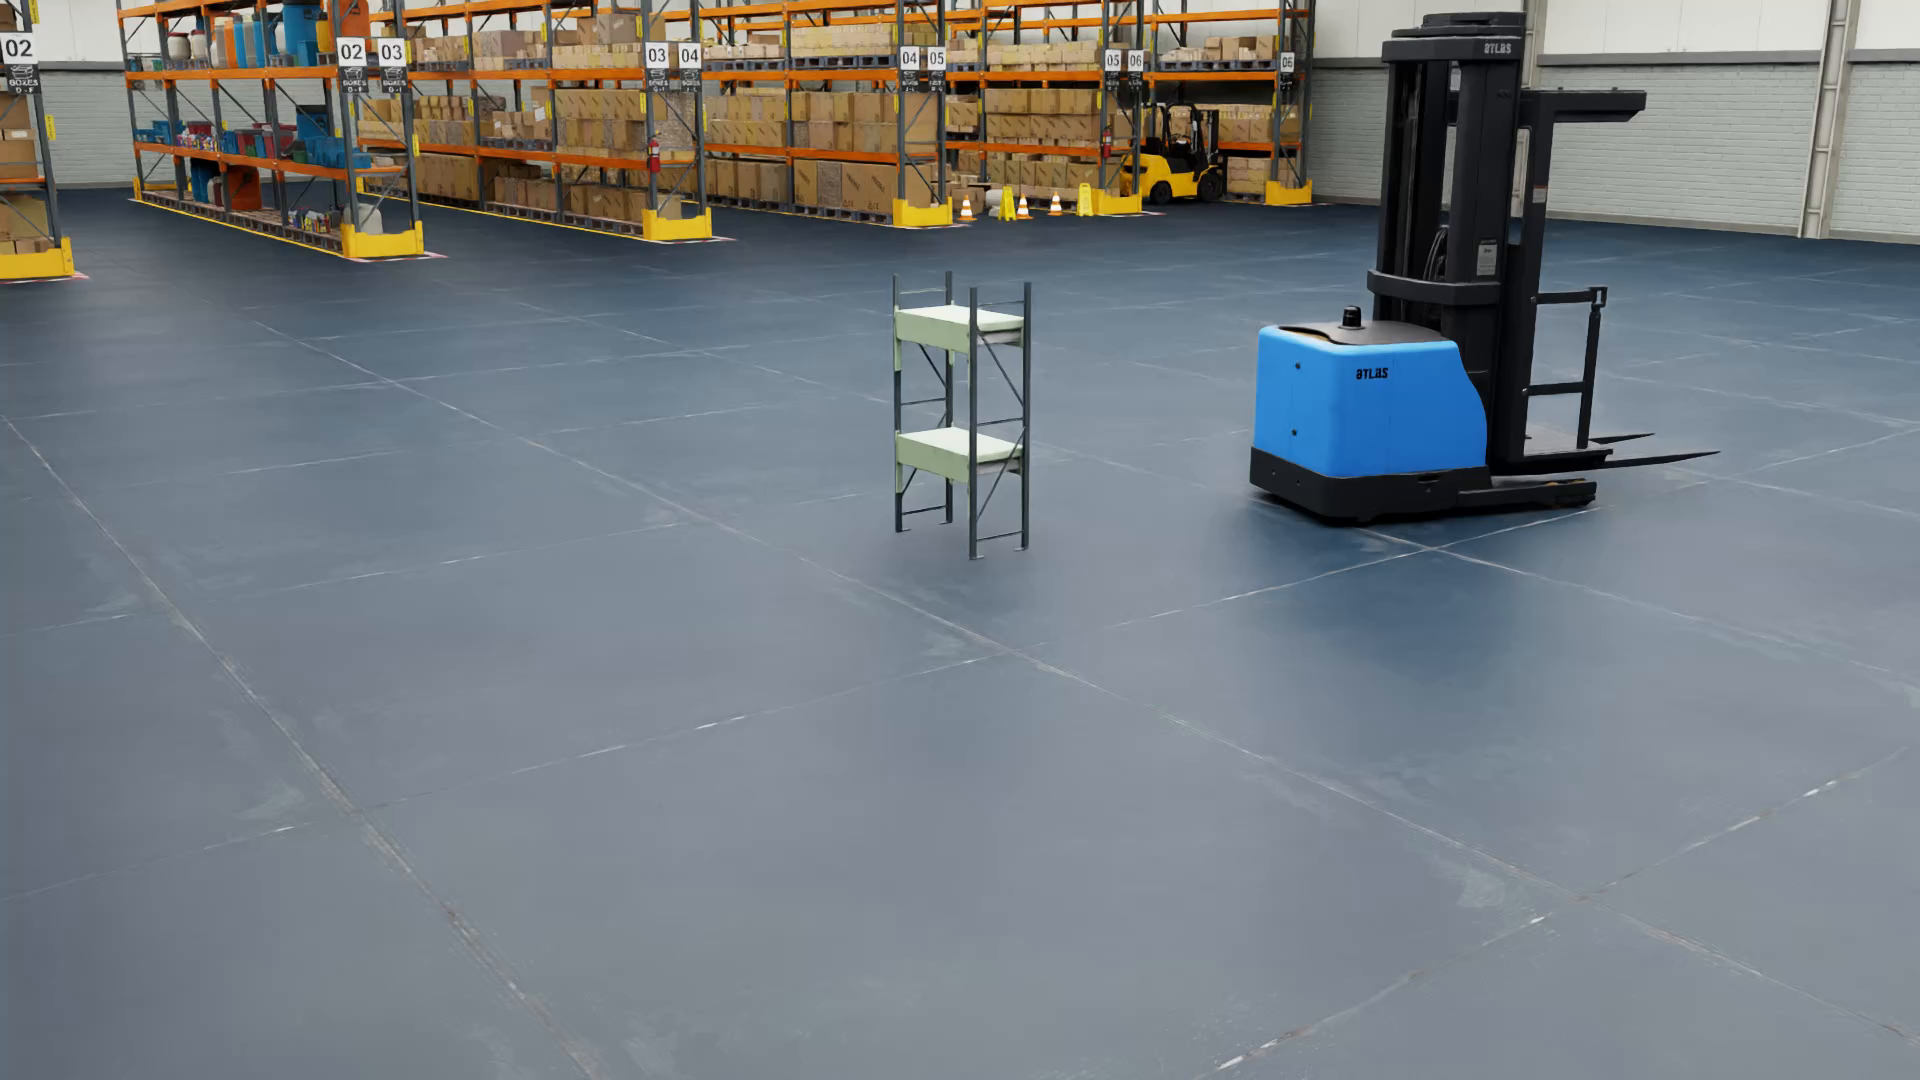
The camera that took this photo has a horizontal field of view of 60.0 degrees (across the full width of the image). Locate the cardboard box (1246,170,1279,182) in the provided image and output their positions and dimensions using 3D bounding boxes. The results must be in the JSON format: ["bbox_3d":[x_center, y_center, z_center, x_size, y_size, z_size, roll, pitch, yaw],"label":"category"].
[{"bbox_3d":[6.711,-8.077,36.869,0.500,0.250,0.500,-11,19,-35],"label":"cardboard box"}]

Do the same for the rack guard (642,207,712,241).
[{"bbox_3d":[-4.824,-5.405,28.376,1.175,0.500,0.348,-11,19,-35],"label":"rack guard"}]

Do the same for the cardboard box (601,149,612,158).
[{"bbox_3d":[-6.080,-6.806,29.236,0.380,0.149,0.250,-11,19,-35],"label":"cardboard box"}]

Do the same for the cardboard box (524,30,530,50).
[{"bbox_3d":[-8.411,-9.760,32.734,0.500,0.500,0.500,-10,18,-34],"label":"cardboard box"}]

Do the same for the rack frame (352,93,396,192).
[{"bbox_3d":[-14.186,-10.011,40.470,1.000,3.000,0.127,-11,19,-35],"label":"rack frame"}]

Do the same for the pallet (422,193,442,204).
[{"bbox_3d":[-11.320,-7.659,37.158,1.003,0.211,1.213,-11,19,-35],"label":"pallet"}]

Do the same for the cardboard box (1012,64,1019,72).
[{"bbox_3d":[1.329,-10.048,35.398,0.380,0.149,0.250,-10,18,-33],"label":"cardboard box"}]

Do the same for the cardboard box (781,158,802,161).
[{"bbox_3d":[-4.101,-9.812,43.803,0.875,0.438,0.875,-11,19,-35],"label":"cardboard box"}]

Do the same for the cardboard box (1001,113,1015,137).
[{"bbox_3d":[1.232,-8.937,35.796,0.500,0.500,0.500,-11,19,-35],"label":"cardboard box"}]

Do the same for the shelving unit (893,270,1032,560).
[{"bbox_3d":[0.004,-0.722,9.373,0.431,1.500,0.755,-11,19,-35],"label":"shelving unit"}]

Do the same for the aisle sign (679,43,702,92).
[{"bbox_3d":[-4.500,-7.881,27.766,0.394,0.787,0.004,-11,19,-35],"label":"aisle sign"}]

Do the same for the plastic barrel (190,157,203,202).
[{"bbox_3d":[-15.535,-7.459,34.328,0.600,0.901,0.708,-11,19,-35],"label":"plastic barrel"}]

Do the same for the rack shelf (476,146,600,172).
[{"bbox_3d":[-8.307,-7.528,32.763,1.077,0.370,4.000,-11,19,-35],"label":"rack shelf"}]

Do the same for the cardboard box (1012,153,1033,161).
[{"bbox_3d":[1.342,-8.224,35.706,0.380,0.149,0.250,-10,18,-32],"label":"cardboard box"}]

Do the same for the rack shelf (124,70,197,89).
[{"bbox_3d":[-17.017,-9.915,35.800,1.077,0.370,4.000,-11,19,-35],"label":"rack shelf"}]

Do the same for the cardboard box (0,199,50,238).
[{"bbox_3d":[-13.225,-4.551,23.514,0.500,0.500,0.500,-11,19,-35],"label":"cardboard box"}]

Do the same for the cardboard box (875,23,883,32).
[{"bbox_3d":[-1.326,-9.376,30.450,0.380,0.149,0.250,-11,19,-34],"label":"cardboard box"}]

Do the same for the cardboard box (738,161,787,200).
[{"bbox_3d":[-4.061,-7.639,35.271,1.050,0.750,0.750,-11,19,-35],"label":"cardboard box"}]

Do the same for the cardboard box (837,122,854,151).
[{"bbox_3d":[-1.876,-7.847,32.280,0.875,0.550,0.500,-11,19,-35],"label":"cardboard box"}]

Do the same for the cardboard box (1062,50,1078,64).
[{"bbox_3d":[2.434,-9.828,33.839,0.500,0.250,0.500,-11,19,-35],"label":"cardboard box"}]

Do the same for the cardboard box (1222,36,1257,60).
[{"bbox_3d":[6.271,-10.940,37.010,0.700,0.500,0.500,-11,19,-34],"label":"cardboard box"}]

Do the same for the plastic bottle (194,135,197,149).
[{"bbox_3d":[-15.093,-7.871,32.895,0.097,0.271,0.097,0,15,0],"label":"plastic bottle"}]

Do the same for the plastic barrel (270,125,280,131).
[{"bbox_3d":[-12.208,-7.232,30.062,0.433,0.535,0.433,0,15,0],"label":"plastic barrel"}]

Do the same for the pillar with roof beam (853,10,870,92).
[{"bbox_3d":[-6.496,-15.261,48.289,9.100,9.000,0.400,-11,19,-35],"label":"pillar with roof beam"}]

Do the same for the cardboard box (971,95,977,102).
[{"bbox_3d":[0.173,-10.065,37.891,0.380,0.149,0.250,-10,18,-31],"label":"cardboard box"}]

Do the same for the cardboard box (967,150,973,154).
[{"bbox_3d":[0.415,-10.611,45.373,0.380,0.149,0.250,-11,19,-36],"label":"cardboard box"}]

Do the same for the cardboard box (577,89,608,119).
[{"bbox_3d":[-6.483,-7.773,29.648,0.500,0.500,0.500,-11,19,-35],"label":"cardboard box"}]

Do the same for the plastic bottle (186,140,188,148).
[{"bbox_3d":[-15.501,-7.985,33.446,0.097,0.201,0.097,0,15,0],"label":"plastic bottle"}]

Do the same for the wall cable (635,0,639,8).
[{"bbox_3d":[-9.743,-15.613,49.576,0.463,3.000,0.029,-11,19,-35],"label":"wall cable"}]

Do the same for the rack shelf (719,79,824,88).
[{"bbox_3d":[-4.995,-12.222,44.229,1.077,0.370,4.000,-11,19,-35],"label":"rack shelf"}]

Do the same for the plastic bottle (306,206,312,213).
[{"bbox_3d":[-10.882,-5.400,27.807,0.144,0.351,0.185,-11,19,-35],"label":"plastic bottle"}]

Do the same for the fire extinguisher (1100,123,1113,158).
[{"bbox_3d":[2.932,-7.999,33.267,0.296,0.674,0.183,-11,19,-35],"label":"fire extinguisher"}]

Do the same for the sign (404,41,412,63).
[{"bbox_3d":[-8.338,-7.361,25.090,0.100,0.325,0.005,-11,19,-35],"label":"sign"}]

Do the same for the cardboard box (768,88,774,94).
[{"bbox_3d":[-4.803,-11.782,43.628,0.380,0.149,0.250,-11,19,-35],"label":"cardboard box"}]

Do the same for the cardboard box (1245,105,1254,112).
[{"bbox_3d":[6.523,-9.552,36.810,0.380,0.149,0.250,-10,18,-33],"label":"cardboard box"}]

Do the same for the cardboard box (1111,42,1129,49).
[{"bbox_3d":[3.193,-9.950,33.532,0.380,0.149,0.250,-11,19,-35],"label":"cardboard box"}]

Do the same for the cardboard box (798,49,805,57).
[{"bbox_3d":[-2.966,-9.588,32.733,0.380,0.149,0.250,-11,19,-34],"label":"cardboard box"}]

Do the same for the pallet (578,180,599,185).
[{"bbox_3d":[-8.908,-8.959,41.908,1.003,0.211,1.213,-11,19,-35],"label":"pallet"}]

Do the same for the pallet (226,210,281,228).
[{"bbox_3d":[-13.065,-6.017,31.161,1.003,0.211,1.213,-11,19,-35],"label":"pallet"}]

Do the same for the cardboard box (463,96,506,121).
[{"bbox_3d":[-9.900,-8.993,34.663,0.797,0.503,0.637,-10,18,-33],"label":"cardboard box"}]

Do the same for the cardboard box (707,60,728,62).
[{"bbox_3d":[-5.532,-10.709,37.150,0.500,0.500,0.500,-11,19,-35],"label":"cardboard box"}]

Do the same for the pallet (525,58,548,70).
[{"bbox_3d":[-7.408,-8.953,31.279,1.213,0.211,1.003,-11,19,-35],"label":"pallet"}]

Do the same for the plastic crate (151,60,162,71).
[{"bbox_3d":[-16.634,-9.899,34.696,0.416,0.233,0.300,-11,19,-35],"label":"plastic crate"}]

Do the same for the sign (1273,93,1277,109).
[{"bbox_3d":[6.803,-9.495,35.944,0.100,0.325,0.005,-11,19,-35],"label":"sign"}]

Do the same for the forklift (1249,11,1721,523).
[{"bbox_3d":[3.428,-1.730,10.343,3.031,2.935,1.130,-5,16,-19],"label":"forklift"}]

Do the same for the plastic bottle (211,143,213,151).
[{"bbox_3d":[-14.261,-7.535,31.800,0.097,0.201,0.097,0,15,0],"label":"plastic bottle"}]

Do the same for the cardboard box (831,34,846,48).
[{"bbox_3d":[-2.105,-9.494,31.637,0.500,0.250,0.500,-11,19,-34],"label":"cardboard box"}]

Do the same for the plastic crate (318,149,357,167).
[{"bbox_3d":[-9.699,-5.954,25.928,0.499,0.251,0.408,-11,19,-35],"label":"plastic crate"}]

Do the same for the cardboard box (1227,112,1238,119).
[{"bbox_3d":[6.210,-9.515,37.239,0.380,0.149,0.250,-12,19,-36],"label":"cardboard box"}]

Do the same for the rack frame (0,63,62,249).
[{"bbox_3d":[-12.794,-5.057,22.372,1.000,3.000,0.127,-11,19,-35],"label":"rack frame"}]

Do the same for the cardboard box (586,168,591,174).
[{"bbox_3d":[-9.195,-9.308,41.942,0.380,0.149,0.250,-10,18,-32],"label":"cardboard box"}]

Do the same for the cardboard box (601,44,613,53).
[{"bbox_3d":[-5.954,-8.451,28.617,0.380,0.149,0.250,-12,19,-37],"label":"cardboard box"}]

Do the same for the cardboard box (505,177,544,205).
[{"bbox_3d":[-8.736,-7.053,33.564,0.700,0.500,0.500,-13,20,-39],"label":"cardboard box"}]

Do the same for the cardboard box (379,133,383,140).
[{"bbox_3d":[-13.339,-9.434,38.840,0.380,0.149,0.250,-11,19,-36],"label":"cardboard box"}]

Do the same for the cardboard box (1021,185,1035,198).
[{"bbox_3d":[1.651,-7.470,35.600,0.500,0.250,0.500,-11,19,-35],"label":"cardboard box"}]

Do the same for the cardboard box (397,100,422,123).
[{"bbox_3d":[-12.321,-9.646,37.438,0.500,0.500,0.500,-10,18,-33],"label":"cardboard box"}]

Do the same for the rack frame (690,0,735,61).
[{"bbox_3d":[-5.411,-11.944,36.171,1.000,3.000,0.127,-11,19,-35],"label":"rack frame"}]
